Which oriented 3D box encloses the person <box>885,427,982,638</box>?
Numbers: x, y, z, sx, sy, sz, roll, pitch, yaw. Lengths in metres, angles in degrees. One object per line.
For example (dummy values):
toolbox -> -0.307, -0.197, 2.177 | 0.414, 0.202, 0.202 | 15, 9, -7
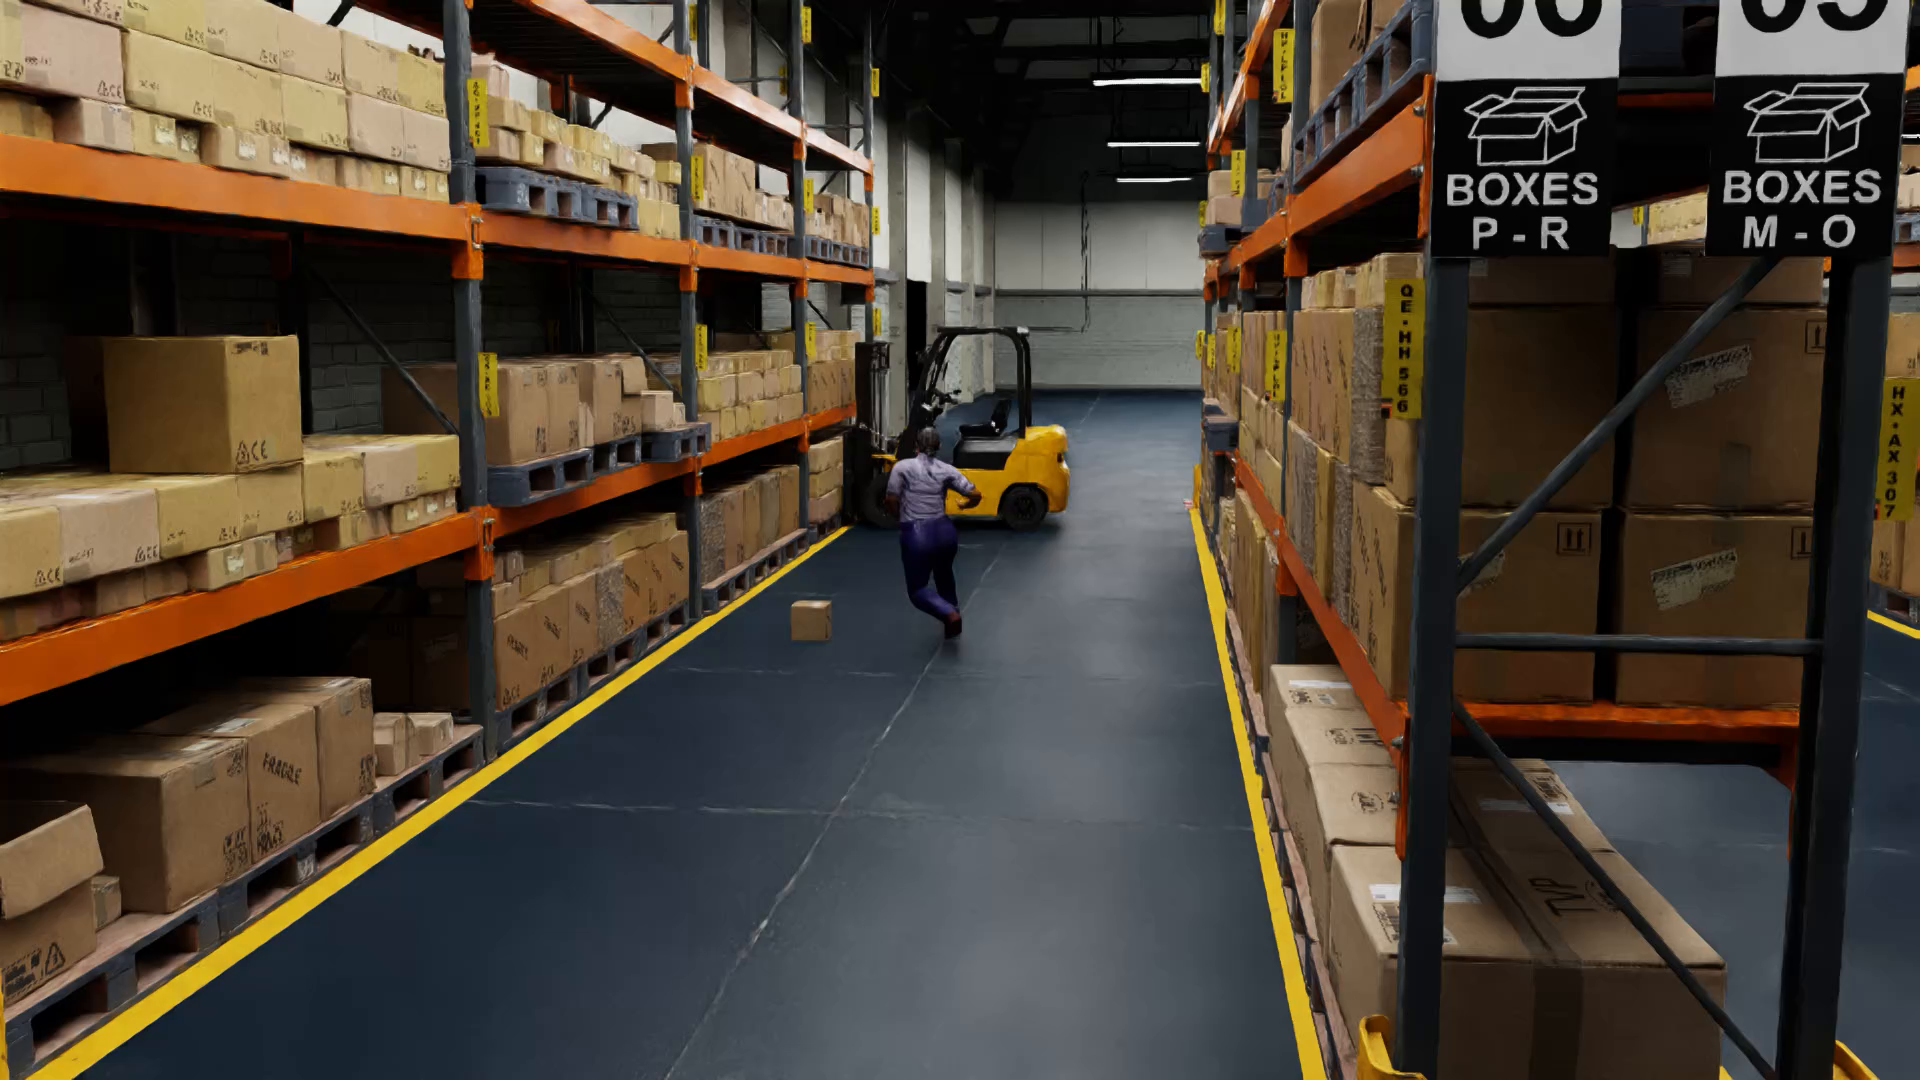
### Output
person -> -0.188, -0.051, 11.711 | 0.705, 1.498, 0.888 | -3, 8, -24
